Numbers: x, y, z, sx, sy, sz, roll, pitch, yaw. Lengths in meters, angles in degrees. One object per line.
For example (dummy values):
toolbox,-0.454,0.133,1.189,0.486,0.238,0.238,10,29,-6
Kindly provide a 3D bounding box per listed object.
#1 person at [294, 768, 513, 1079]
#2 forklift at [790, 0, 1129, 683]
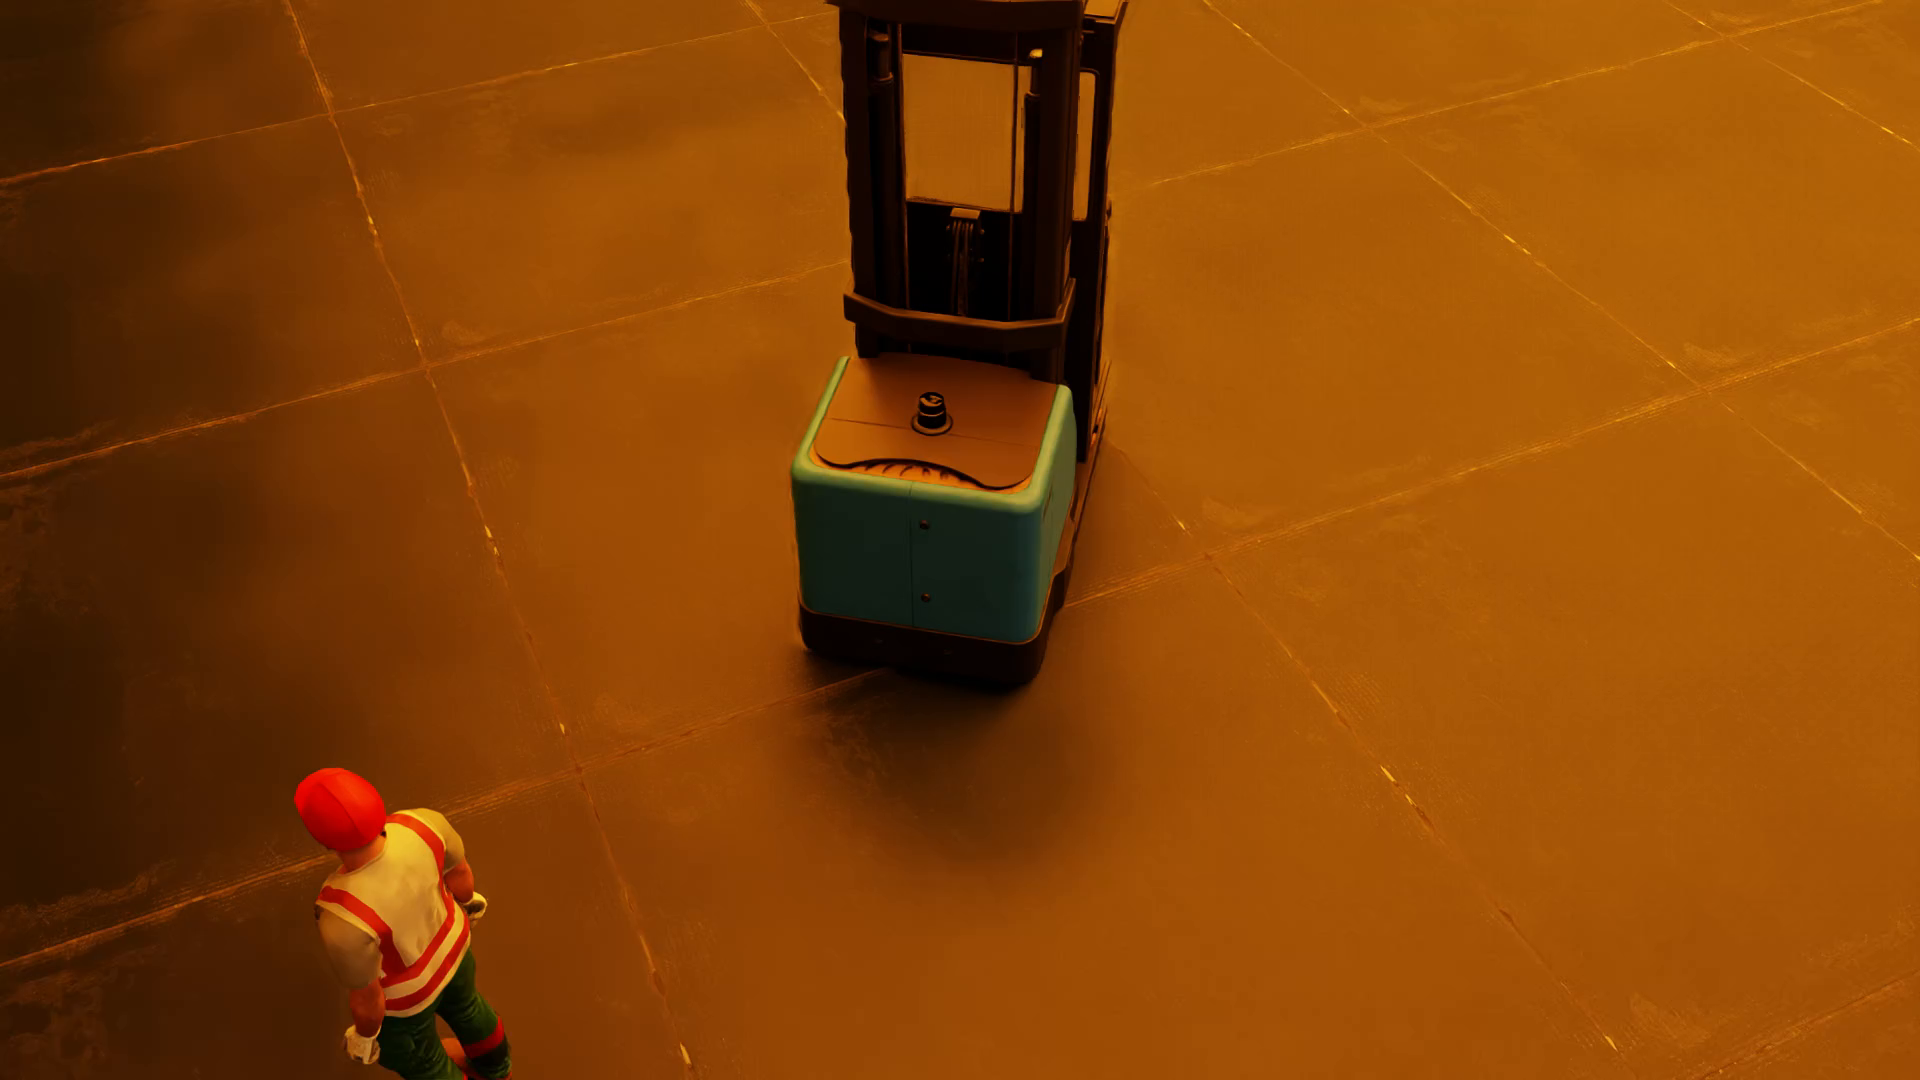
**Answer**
person,-1.716,1.298,5.127,0.383,1.794,0.626,15,45,15
forklift,0.121,-1.481,7.267,1.130,2.935,3.031,8,44,9
